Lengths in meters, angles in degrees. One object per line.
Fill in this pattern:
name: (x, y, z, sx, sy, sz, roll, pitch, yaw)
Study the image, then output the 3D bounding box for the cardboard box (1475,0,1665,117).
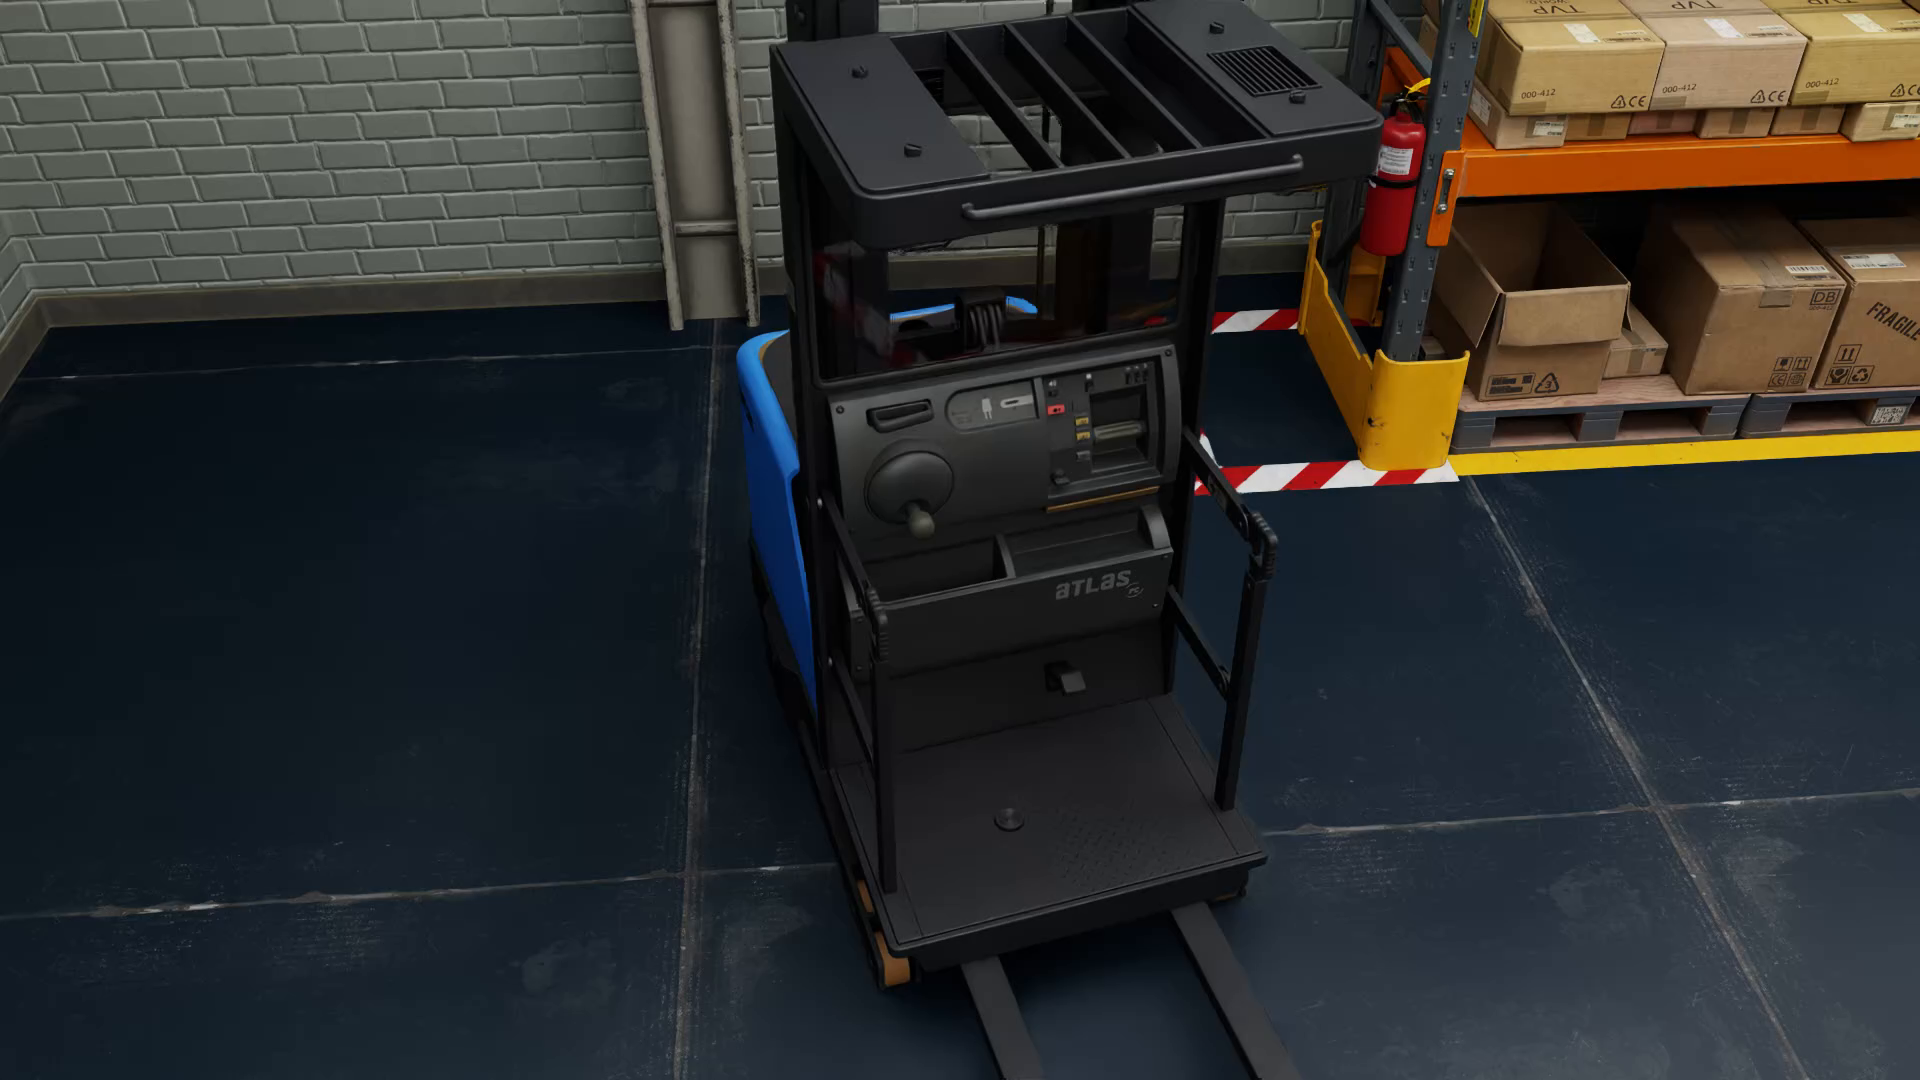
cardboard box: (2.129, -1.730, 5.902, 0.500, 0.250, 0.500, -3, 38, -4)

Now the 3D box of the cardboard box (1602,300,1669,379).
cardboard box: (2.698, -0.833, 6.847, 0.250, 0.149, 0.380, -5, 39, -6)

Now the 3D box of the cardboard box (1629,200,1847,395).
cardboard box: (3.126, -0.995, 6.768, 0.500, 0.500, 0.700, -2, 38, -2)

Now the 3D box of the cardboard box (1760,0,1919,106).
cardboard box: (3.136, -1.787, 5.975, 0.500, 0.250, 0.500, -4, 38, -5)

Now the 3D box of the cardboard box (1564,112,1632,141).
cardboard box: (2.255, -1.606, 6.066, 0.250, 0.149, 0.380, -2, 38, -3)

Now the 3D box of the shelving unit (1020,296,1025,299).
shelving unit: (0.261, -0.419, 6.053, 0.258, 0.900, 0.210, 21, 43, 24)

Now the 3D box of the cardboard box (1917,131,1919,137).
cardboard box: (3.553, -1.630, 6.098, 0.250, 0.149, 0.380, -2, 38, -3)

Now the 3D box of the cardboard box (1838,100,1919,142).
cardboard box: (3.293, -1.603, 6.063, 0.250, 0.149, 0.380, -4, 38, -5)

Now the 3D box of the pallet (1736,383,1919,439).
pallet: (3.736, -0.832, 7.134, 1.213, 0.211, 1.003, -3, 38, -4)

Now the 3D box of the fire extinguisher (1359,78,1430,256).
fire extinguisher: (1.548, -1.343, 5.894, 0.183, 0.674, 0.296, -3, 38, -4)

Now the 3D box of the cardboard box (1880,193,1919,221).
cardboard box: (4.160, -1.052, 6.840, 0.500, 0.500, 0.700, -5, 38, -6)

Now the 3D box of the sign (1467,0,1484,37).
sign: (1.702, -1.818, 5.434, 0.005, 0.325, 0.100, -3, 38, -4)

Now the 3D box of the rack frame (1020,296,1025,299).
rack frame: (0.314, -0.472, 6.122, 0.240, 0.900, 0.006, 21, 43, 24)

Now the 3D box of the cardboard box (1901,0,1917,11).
cardboard box: (3.644, -1.829, 6.027, 0.500, 0.250, 0.500, -4, 38, -5)

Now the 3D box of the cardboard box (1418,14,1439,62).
cardboard box: (1.960, -1.898, 6.437, 0.250, 0.149, 0.380, -4, 38, -4)

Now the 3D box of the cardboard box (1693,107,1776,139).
cardboard box: (2.770, -1.618, 6.082, 0.250, 0.149, 0.380, -2, 38, -3)

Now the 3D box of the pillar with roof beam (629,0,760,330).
pillar with roof beam: (-0.731, -1.920, 1.419, 0.400, 9.000, 9.100, -3, 38, -4)

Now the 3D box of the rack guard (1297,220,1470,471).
rack guard: (1.729, -0.836, 6.906, 0.348, 0.500, 1.175, -3, 38, -4)

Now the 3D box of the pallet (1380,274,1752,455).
pallet: (2.523, -0.767, 7.052, 1.213, 0.211, 1.003, -3, 38, -4)

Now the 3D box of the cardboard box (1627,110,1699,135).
cardboard box: (2.513, -1.642, 6.112, 0.250, 0.149, 0.380, -4, 38, -5)

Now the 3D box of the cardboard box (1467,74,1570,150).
cardboard box: (2.005, -1.563, 6.013, 0.250, 0.149, 0.380, -3, 38, -4)

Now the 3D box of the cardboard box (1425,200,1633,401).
cardboard box: (2.271, -0.973, 6.738, 0.637, 0.503, 0.797, -5, 39, -6)

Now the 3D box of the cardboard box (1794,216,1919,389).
cardboard box: (3.662, -0.962, 6.727, 0.500, 0.500, 0.500, -2, 38, -3)

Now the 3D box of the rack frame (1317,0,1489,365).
rack frame: (1.654, -1.813, 6.126, 0.127, 3.000, 1.000, -3, 38, -4)

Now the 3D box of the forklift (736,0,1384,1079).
forklift: (0.196, -0.183, 4.116, 1.130, 2.935, 3.031, -11, 40, -14)

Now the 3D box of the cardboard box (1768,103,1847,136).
cardboard box: (3.035, -1.636, 6.104, 0.250, 0.149, 0.380, -3, 38, -3)

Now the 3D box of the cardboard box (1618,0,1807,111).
cardboard box: (2.632, -1.758, 5.937, 0.500, 0.250, 0.500, -3, 38, -3)

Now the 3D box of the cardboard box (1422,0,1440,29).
cardboard box: (2.088, -2.060, 6.320, 0.500, 0.250, 0.500, -2, 38, -3)

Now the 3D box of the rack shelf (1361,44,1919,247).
rack shelf: (3.646, -1.641, 6.488, 4.000, 0.370, 1.077, -3, 38, -4)
